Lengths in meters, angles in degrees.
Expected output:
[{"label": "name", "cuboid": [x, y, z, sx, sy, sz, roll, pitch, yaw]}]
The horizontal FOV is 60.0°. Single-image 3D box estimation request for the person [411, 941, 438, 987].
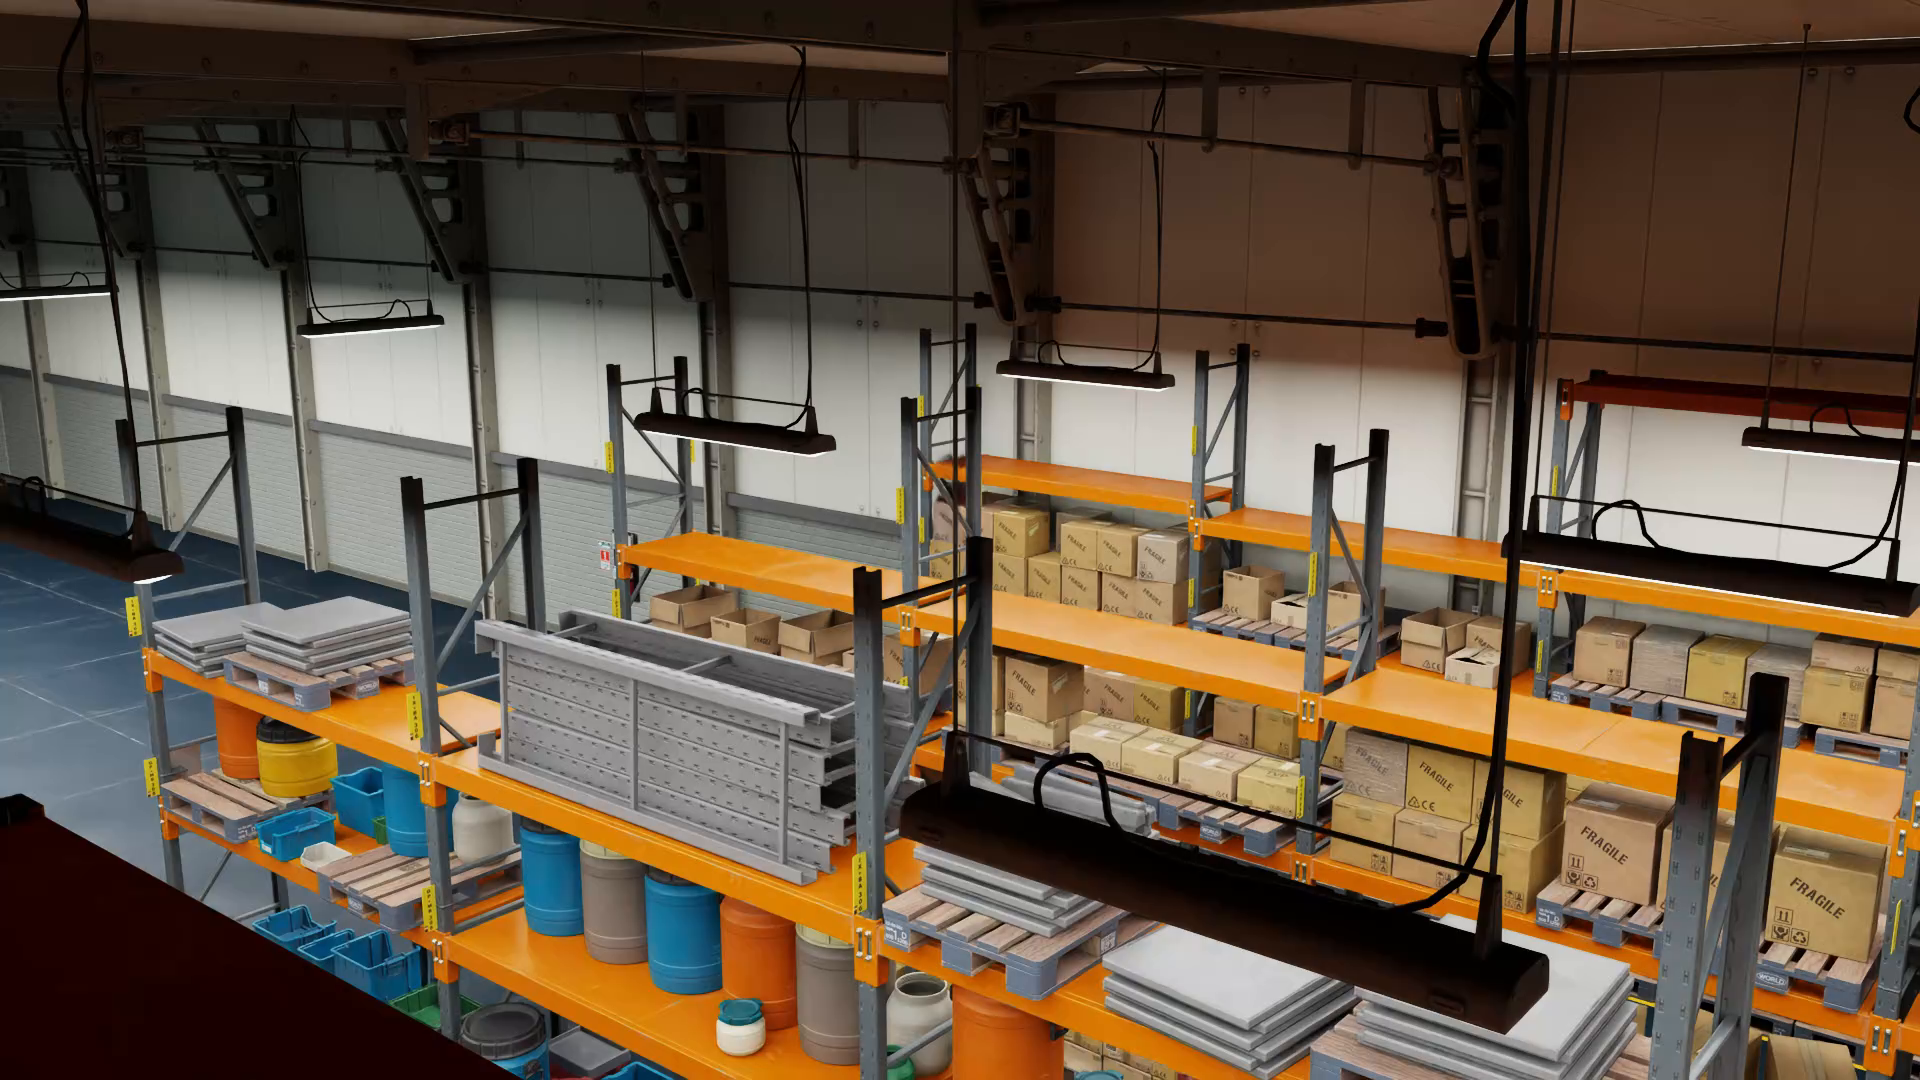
[{"label": "person", "cuboid": [-5.155, 3.749, 16.071, 0.425, 1.616, 0.493, -1, 13, -6]}]
